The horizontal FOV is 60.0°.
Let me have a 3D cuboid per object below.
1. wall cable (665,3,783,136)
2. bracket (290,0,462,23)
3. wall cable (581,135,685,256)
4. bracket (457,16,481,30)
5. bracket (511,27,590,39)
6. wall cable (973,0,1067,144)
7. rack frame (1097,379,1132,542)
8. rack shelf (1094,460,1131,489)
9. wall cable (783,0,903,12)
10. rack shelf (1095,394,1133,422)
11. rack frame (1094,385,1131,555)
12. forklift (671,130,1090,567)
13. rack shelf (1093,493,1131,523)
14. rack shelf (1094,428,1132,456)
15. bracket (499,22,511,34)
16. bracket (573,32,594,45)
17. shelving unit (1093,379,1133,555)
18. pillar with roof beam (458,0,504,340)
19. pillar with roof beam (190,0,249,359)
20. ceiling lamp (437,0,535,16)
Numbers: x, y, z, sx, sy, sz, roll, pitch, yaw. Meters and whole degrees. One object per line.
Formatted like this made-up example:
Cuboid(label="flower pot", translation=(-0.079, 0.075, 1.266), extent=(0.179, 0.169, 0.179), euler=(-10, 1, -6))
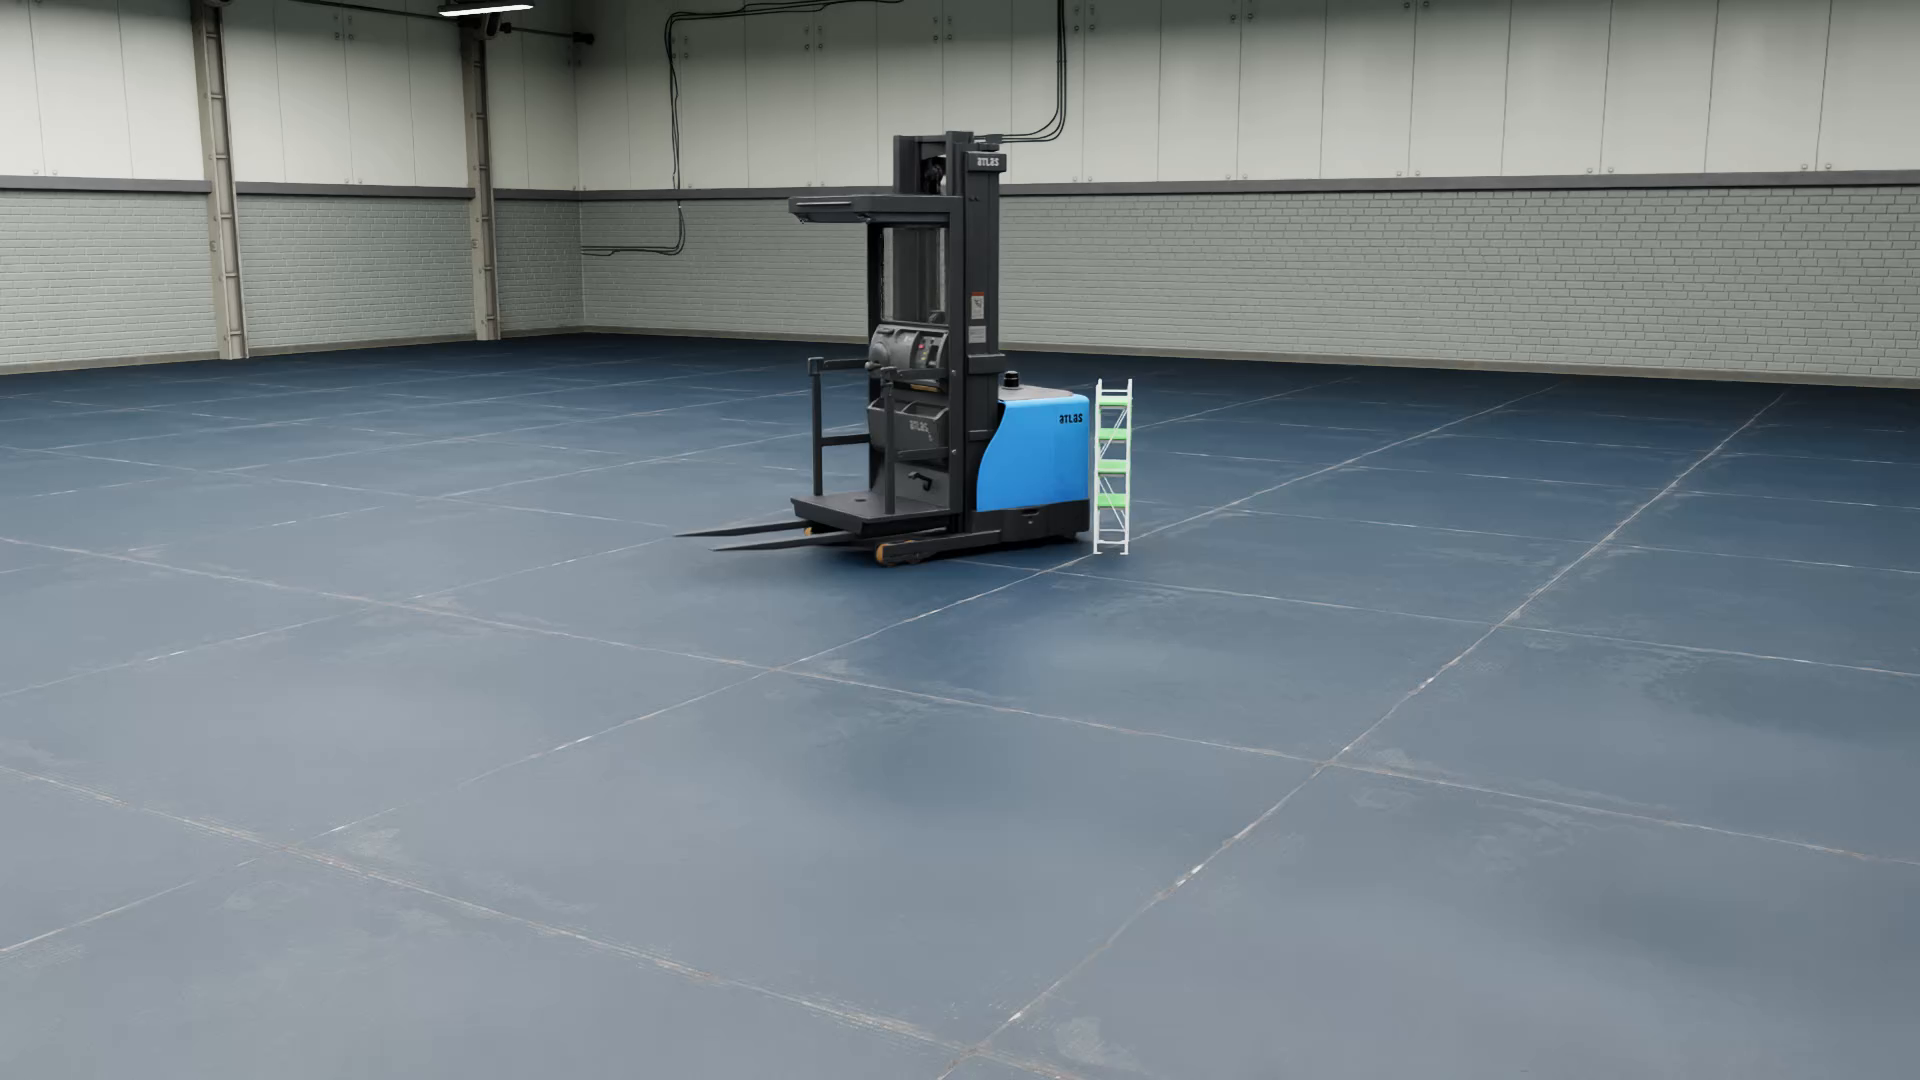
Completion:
Cuboid(label="wall cable", translation=(-4.874, -9.643, 34.138), extent=(3.097, 2.526, 0.112), euler=(6, 12, 31))
Cuboid(label="bracket", translation=(-11.095, -9.874, 30.872), extent=(0.076, 0.066, 4.783), euler=(6, 12, 31))
Cuboid(label="wall cable", translation=(-7.186, -7.419, 35.983), extent=(3.097, 2.526, 0.112), euler=(6, 12, 31))
Cuboid(label="bracket", translation=(-9.757, -10.279, 33.037), extent=(0.235, 0.232, 0.430), euler=(6, 12, 31))
Cuboid(label="bracket", translation=(-8.403, -10.689, 35.229), extent=(0.076, 0.066, 3.189), euler=(6, 12, 31))
Cuboid(label="wall cable", translation=(0.920, -9.708, 30.527), extent=(2.305, 6.003, 0.169), euler=(6, 12, 31))
Cuboid(label="rack frame", translation=(1.129, -0.580, 12.204), extent=(0.240, 1.200, 0.015), euler=(1, 11, 6))
Cuboid(label="rack shelf", translation=(1.101, -0.472, 11.977), extent=(0.258, 0.148, 0.480), euler=(1, 11, 6))
Cuboid(label="wall cable", translation=(-2.229, -11.583, 32.140), extent=(3.097, 2.526, 0.112), euler=(6, 12, 31))
Cuboid(label="rack shelf", translation=(1.101, -0.944, 11.889), extent=(0.258, 0.148, 0.480), euler=(1, 11, 6))
Cuboid(label="rack frame", translation=(1.073, -0.490, 11.727), extent=(0.240, 1.200, 0.015), euler=(1, 11, 6))
Cuboid(label="forklift", translation=(-0.539, -1.365, 11.694), extent=(3.031, 2.935, 1.130), euler=(-7, 13, -34))
Cuboid(label="rack shelf", translation=(1.101, -0.236, 12.021), extent=(0.258, 0.148, 0.480), euler=(1, 11, 6))
Cuboid(label="rack shelf", translation=(1.101, -0.708, 11.933), extent=(0.258, 0.148, 0.480), euler=(1, 11, 6))
Cuboid(label="bracket", translation=(-9.326, -10.409, 33.734), extent=(0.235, 0.232, 0.430), euler=(6, 12, 31))
Cuboid(label="bracket", translation=(-8.096, -10.782, 35.725), extent=(0.235, 0.232, 0.430), euler=(6, 12, 31))
Cuboid(label="shelving unit", translation=(1.101, -0.535, 11.966), extent=(0.258, 1.200, 0.503), euler=(1, 11, 6))
Cuboid(label="pillar with roof beam", translation=(-6.166, -8.197, 31.701), extent=(9.100, 9.000, 0.548), euler=(6, 12, 31))
Cuboid(label="pillar with roof beam", translation=(-9.281, -7.254, 26.660), extent=(9.100, 9.000, 0.548), euler=(6, 12, 31))
Cuboid(label="ceiling lamp", translation=(-7.792, -10.416, 27.691), extent=(2.000, 3.185, 0.800), euler=(6, 12, 31))
